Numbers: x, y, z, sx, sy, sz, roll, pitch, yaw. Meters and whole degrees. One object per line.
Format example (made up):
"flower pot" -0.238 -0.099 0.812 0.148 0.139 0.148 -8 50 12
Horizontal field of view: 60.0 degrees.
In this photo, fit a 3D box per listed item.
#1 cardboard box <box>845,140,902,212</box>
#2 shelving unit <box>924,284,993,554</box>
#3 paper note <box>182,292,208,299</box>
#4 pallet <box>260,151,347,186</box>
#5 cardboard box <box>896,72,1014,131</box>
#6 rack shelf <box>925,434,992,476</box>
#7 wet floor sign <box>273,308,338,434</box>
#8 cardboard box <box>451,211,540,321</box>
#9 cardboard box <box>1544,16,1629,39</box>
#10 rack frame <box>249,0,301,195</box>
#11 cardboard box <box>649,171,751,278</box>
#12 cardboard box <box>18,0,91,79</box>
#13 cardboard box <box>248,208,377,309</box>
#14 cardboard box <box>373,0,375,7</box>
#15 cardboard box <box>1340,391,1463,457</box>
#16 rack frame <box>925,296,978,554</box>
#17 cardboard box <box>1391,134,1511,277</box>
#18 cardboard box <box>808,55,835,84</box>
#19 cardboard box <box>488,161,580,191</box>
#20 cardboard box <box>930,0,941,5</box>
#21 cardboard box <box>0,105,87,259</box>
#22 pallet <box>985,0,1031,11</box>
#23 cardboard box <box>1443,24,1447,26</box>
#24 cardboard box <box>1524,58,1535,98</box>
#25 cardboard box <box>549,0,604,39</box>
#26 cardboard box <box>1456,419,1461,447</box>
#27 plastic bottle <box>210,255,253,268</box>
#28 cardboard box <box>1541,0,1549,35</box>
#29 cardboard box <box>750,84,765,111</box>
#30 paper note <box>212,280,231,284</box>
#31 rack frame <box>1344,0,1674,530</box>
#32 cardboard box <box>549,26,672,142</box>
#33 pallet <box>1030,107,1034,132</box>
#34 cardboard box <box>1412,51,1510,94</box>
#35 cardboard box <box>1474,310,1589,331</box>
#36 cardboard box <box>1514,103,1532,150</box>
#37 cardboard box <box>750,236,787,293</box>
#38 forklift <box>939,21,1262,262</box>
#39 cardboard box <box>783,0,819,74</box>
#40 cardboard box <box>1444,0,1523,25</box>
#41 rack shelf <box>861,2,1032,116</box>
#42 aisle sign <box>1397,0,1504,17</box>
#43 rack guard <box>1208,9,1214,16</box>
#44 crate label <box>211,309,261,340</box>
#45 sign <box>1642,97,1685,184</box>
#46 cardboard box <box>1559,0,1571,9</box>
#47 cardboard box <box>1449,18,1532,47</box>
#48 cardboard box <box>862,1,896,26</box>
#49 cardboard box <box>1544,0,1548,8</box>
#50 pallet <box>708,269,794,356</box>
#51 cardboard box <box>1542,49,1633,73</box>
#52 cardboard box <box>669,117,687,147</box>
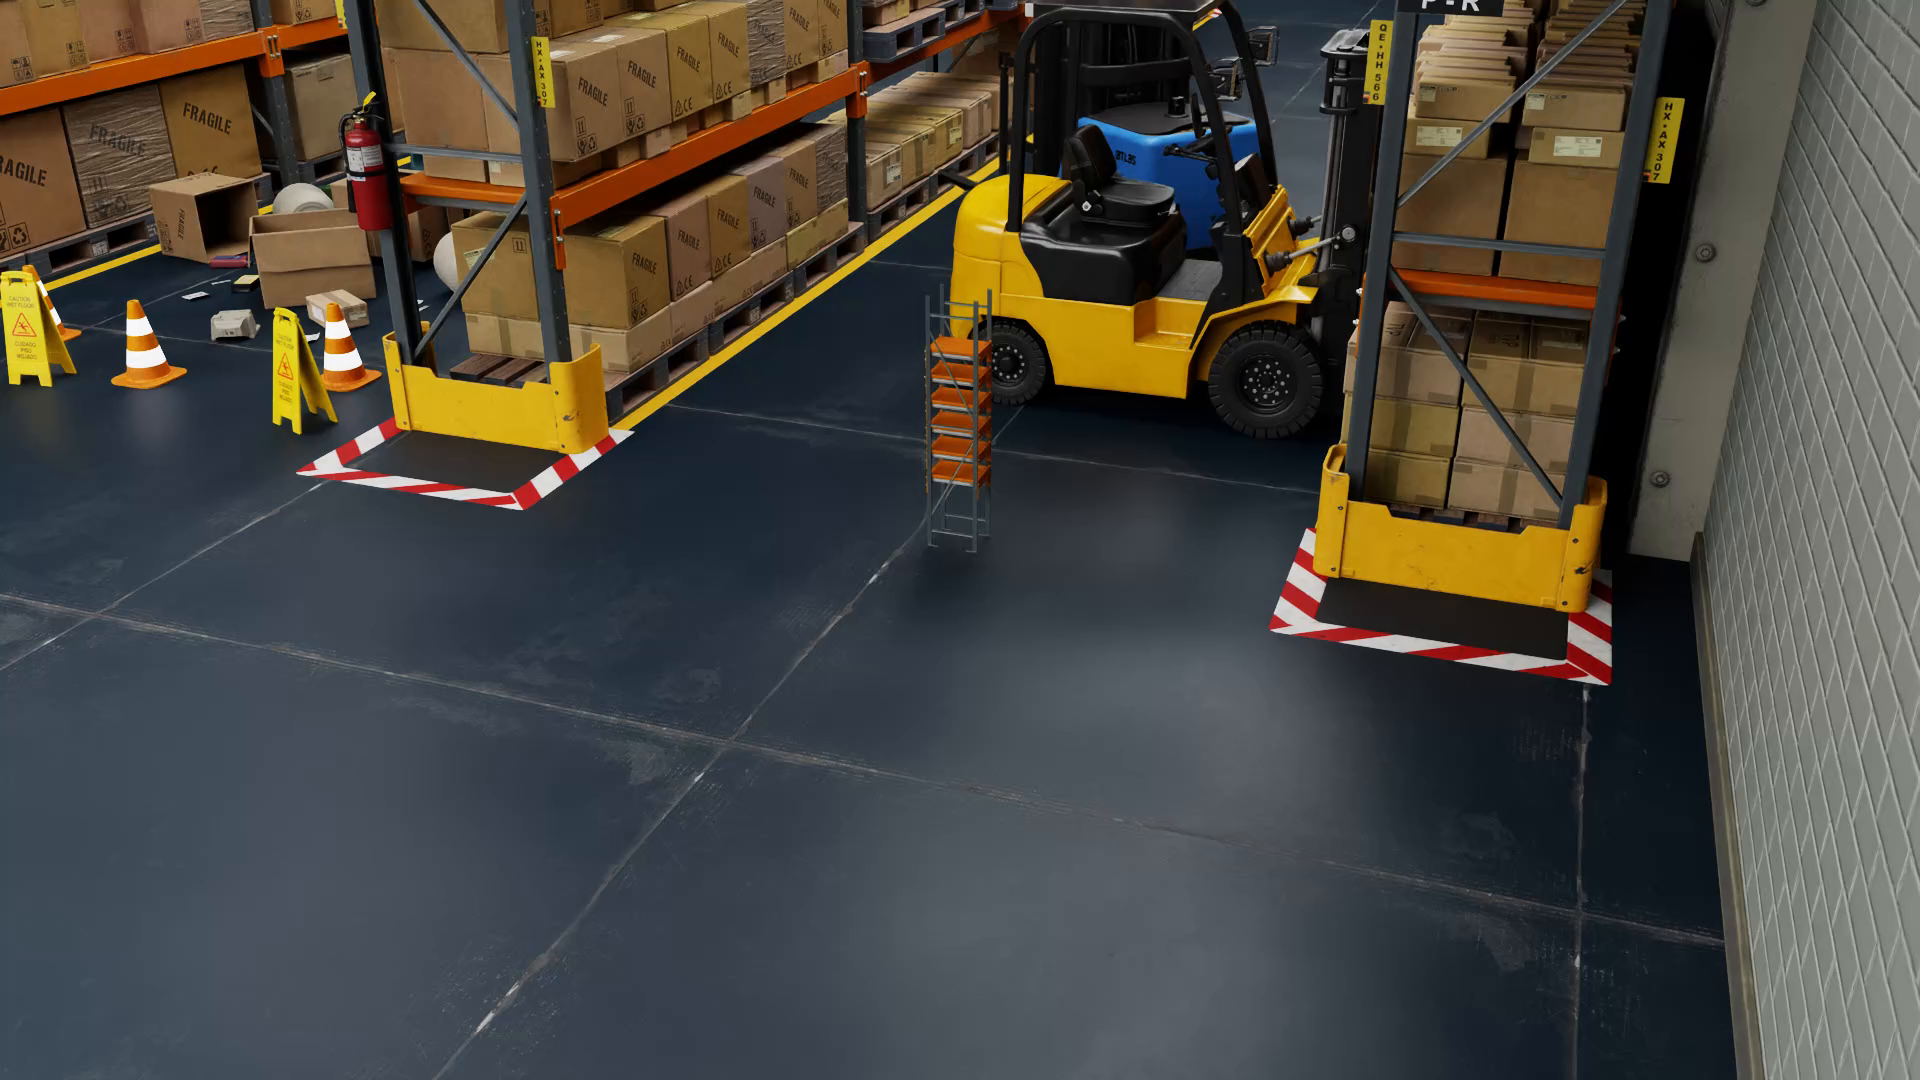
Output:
"cardboard box" -0.994 -2.779 12.582 0.950 0.372 0.625 9 27 18
"shelving unit" -0.005 -0.534 7.476 0.258 1.200 0.189 9 27 17
"paper note" -5.090 -1.634 11.091 0.144 0.017 0.142 20 32 35
"pallet" -5.682 -3.306 14.337 1.003 0.211 1.213 9 27 17
"cardboard box" -0.033 -3.977 15.054 0.950 0.372 0.625 7 27 14
"rack shelf" -0.005 -0.386 7.548 0.258 0.103 0.180 9 27 17
"wet floor sign" -3.570 -0.931 8.932 0.267 0.644 0.232 20 32 35
"cardboard box" -2.477 -1.569 9.362 0.500 0.500 0.500 9 27 18
"cardboard box" 3.124 -2.514 8.299 0.380 0.149 0.250 10 27 19
"rack frame" -5.868 -4.233 13.052 1.000 3.000 0.127 9 27 17
"cardboard box" -1.616 -1.924 10.095 0.500 0.500 0.500 9 27 18
"cardboard box" -6.513 -3.481 11.326 0.875 0.550 0.500 9 27 17
"cardboard box" -4.300 -1.879 11.053 0.797 0.503 0.637 -9 27 -18
"cardboard box" -5.103 -4.868 14.248 0.500 0.500 0.500 9 27 17
"cardboard box" 2.052 -0.617 7.682 0.500 0.250 0.500 8 27 17
"rack frame" -0.035 -0.496 7.399 0.240 1.200 0.006 9 27 17
"cardboard box" 2.101 -1.480 7.251 0.500 0.500 0.500 8 27 16
"cardboard box" -1.062 -3.164 11.132 0.380 0.149 0.250 9 27 19
"cardboard box" -2.189 -1.910 8.541 0.380 0.149 0.250 9 27 18
"cardboard box" -0.362 -4.244 12.880 0.380 0.149 0.250 9 27 18
"cardboard box" -6.745 -2.473 11.371 0.875 0.875 0.875 8 27 17
"pallet" 0.028 -4.806 14.455 1.213 0.211 1.003 9 27 17
"cardboard box" 2.865 -2.775 9.179 0.380 0.149 0.250 9 27 19
"cardboard box" 2.797 -2.315 8.974 0.500 0.500 0.500 8 27 17
"cardboard box" -2.358 -2.991 8.882 0.700 0.500 0.500 9 27 18
"cardboard box" 2.218 -0.588 8.197 0.500 0.250 0.500 9 27 17
"plastic bottle" -5.125 -1.965 11.738 0.283 0.061 0.133 0 26 -1
"cardboard box" 3.778 -3.657 11.459 0.500 0.250 0.500 9 27 18
"cardboard box" -1.434 -2.749 10.274 0.380 0.149 0.250 8 27 17
"paper note" -5.058 -1.766 11.385 0.123 0.001 0.032 -20 33 -36
"rack frame" 2.185 -1.195 6.776 1.000 3.000 0.127 9 27 17
"cardboard box" -1.909 -2.460 8.933 0.500 0.500 0.500 10 27 19
"pallet" 0.498 -4.259 16.304 1.003 0.211 1.213 9 27 17
"cardboard box" 2.220 -2.061 7.364 0.380 0.149 0.250 9 27 19
"cardboard box" 2.686 -0.973 7.842 0.500 0.250 0.500 9 27 18
"cardboard box" 2.564 -1.745 7.052 0.380 0.149 0.250 9 27 17
"cardboard box" -1.451 -1.798 10.695 0.500 0.250 0.500 9 27 18
"forklift" 0.876 -3.559 11.737 1.130 2.935 3.031 -14 29 -27
"cardboard box" -1.244 -3.305 10.678 0.500 0.500 0.500 10 27 19
"cardboard box" 2.869 -2.904 9.106 0.380 0.149 0.250 9 27 19
"rack shelf" -0.501 -4.055 13.509 1.077 0.370 4.000 9 27 17
"aisle sign" 1.886 -2.381 6.242 0.394 0.787 0.004 9 27 17
"rack guard" 2.835 -7.373 22.405 1.175 0.500 0.348 9 27 17
"crate label" -4.527 -1.342 10.365 0.250 0.136 0.298 -5 26 -9
"sign" 2.706 -1.537 6.399 0.100 0.325 0.005 9 27 17
"cardboard box" 3.497 -2.927 9.153 0.380 0.149 0.250 8 27 17
"cardboard box" 2.610 -2.475 8.219 0.380 0.149 0.250 9 27 18
"cardboard box" -0.684 -3.814 11.993 0.380 0.149 0.250 9 27 18
"cardboard box" 3.620 -3.550 10.781 0.380 0.149 0.250 9 27 17
"pallet" -1.761 -1.518 10.643 1.003 0.211 1.213 9 27 17
"cardboard box" 2.788 -2.086 7.415 0.380 0.149 0.250 9 27 18
"cardboard box" -1.771 -2.322 9.392 0.380 0.149 0.250 9 27 19
